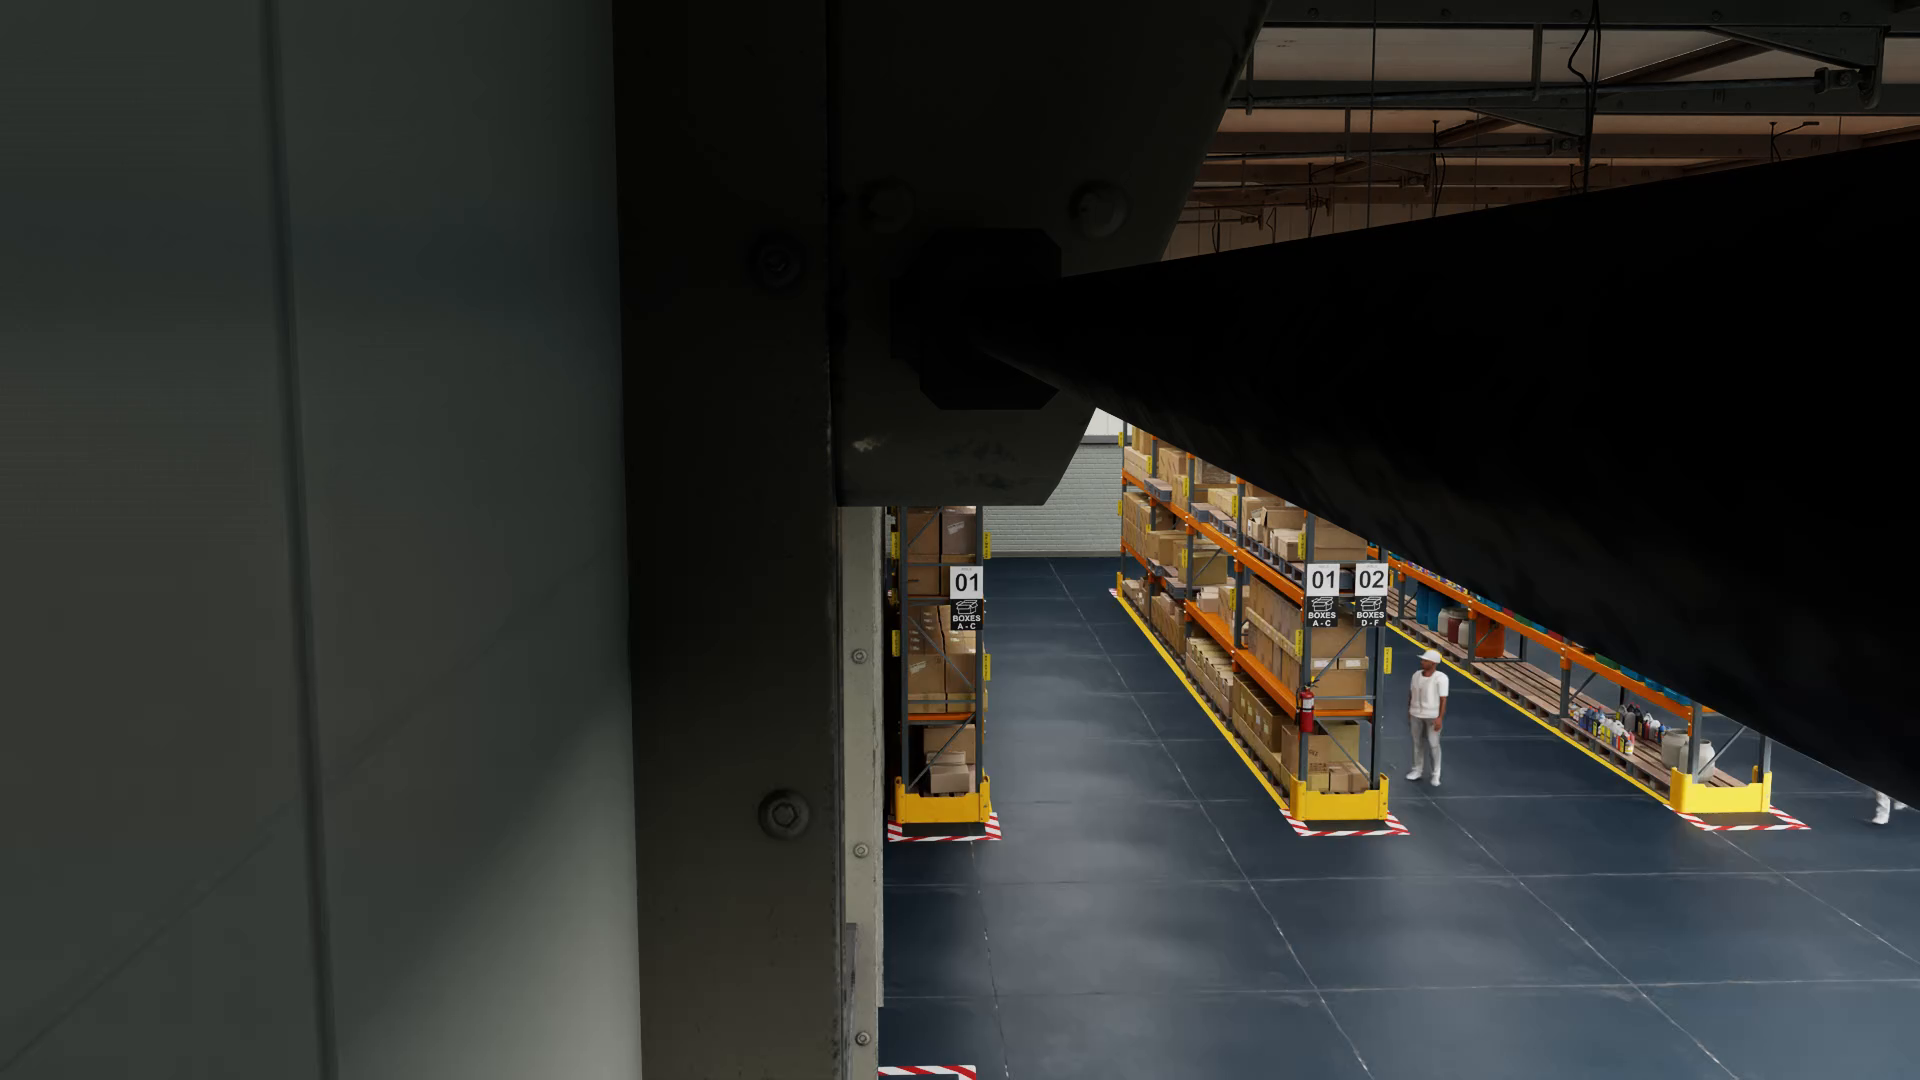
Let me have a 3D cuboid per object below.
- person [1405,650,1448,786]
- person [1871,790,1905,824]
[{"bbox_3d":[6.216,2.360,22.193,0.574,1.799,0.427,6,10,36],"label":"person"},{"bbox_3d":[11.581,2.590,20.533,0.512,1.769,0.902,5,9,29],"label":"person"}]
